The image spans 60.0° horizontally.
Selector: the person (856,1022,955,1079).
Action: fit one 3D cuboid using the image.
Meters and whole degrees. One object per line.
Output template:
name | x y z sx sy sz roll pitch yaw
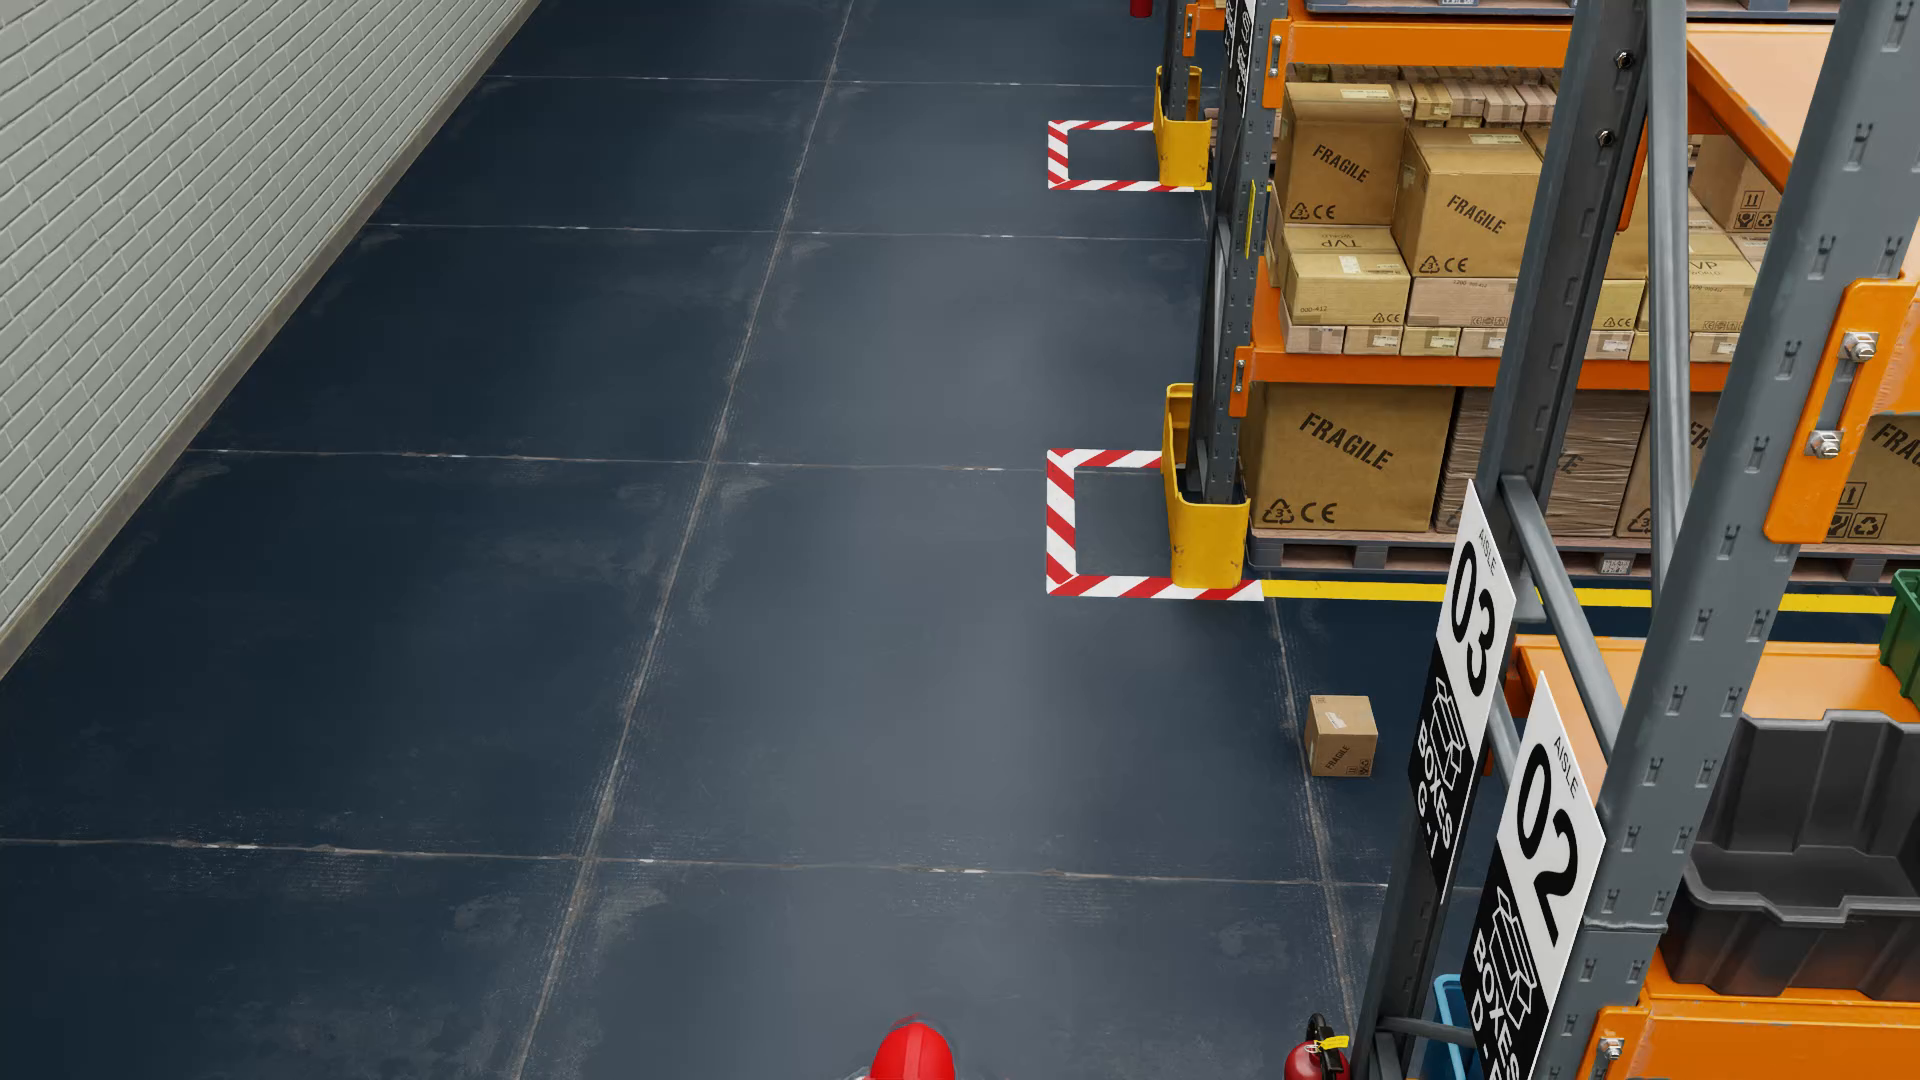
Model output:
person | -0.154 1.970 4.320 0.579 1.811 0.765 9 36 13
